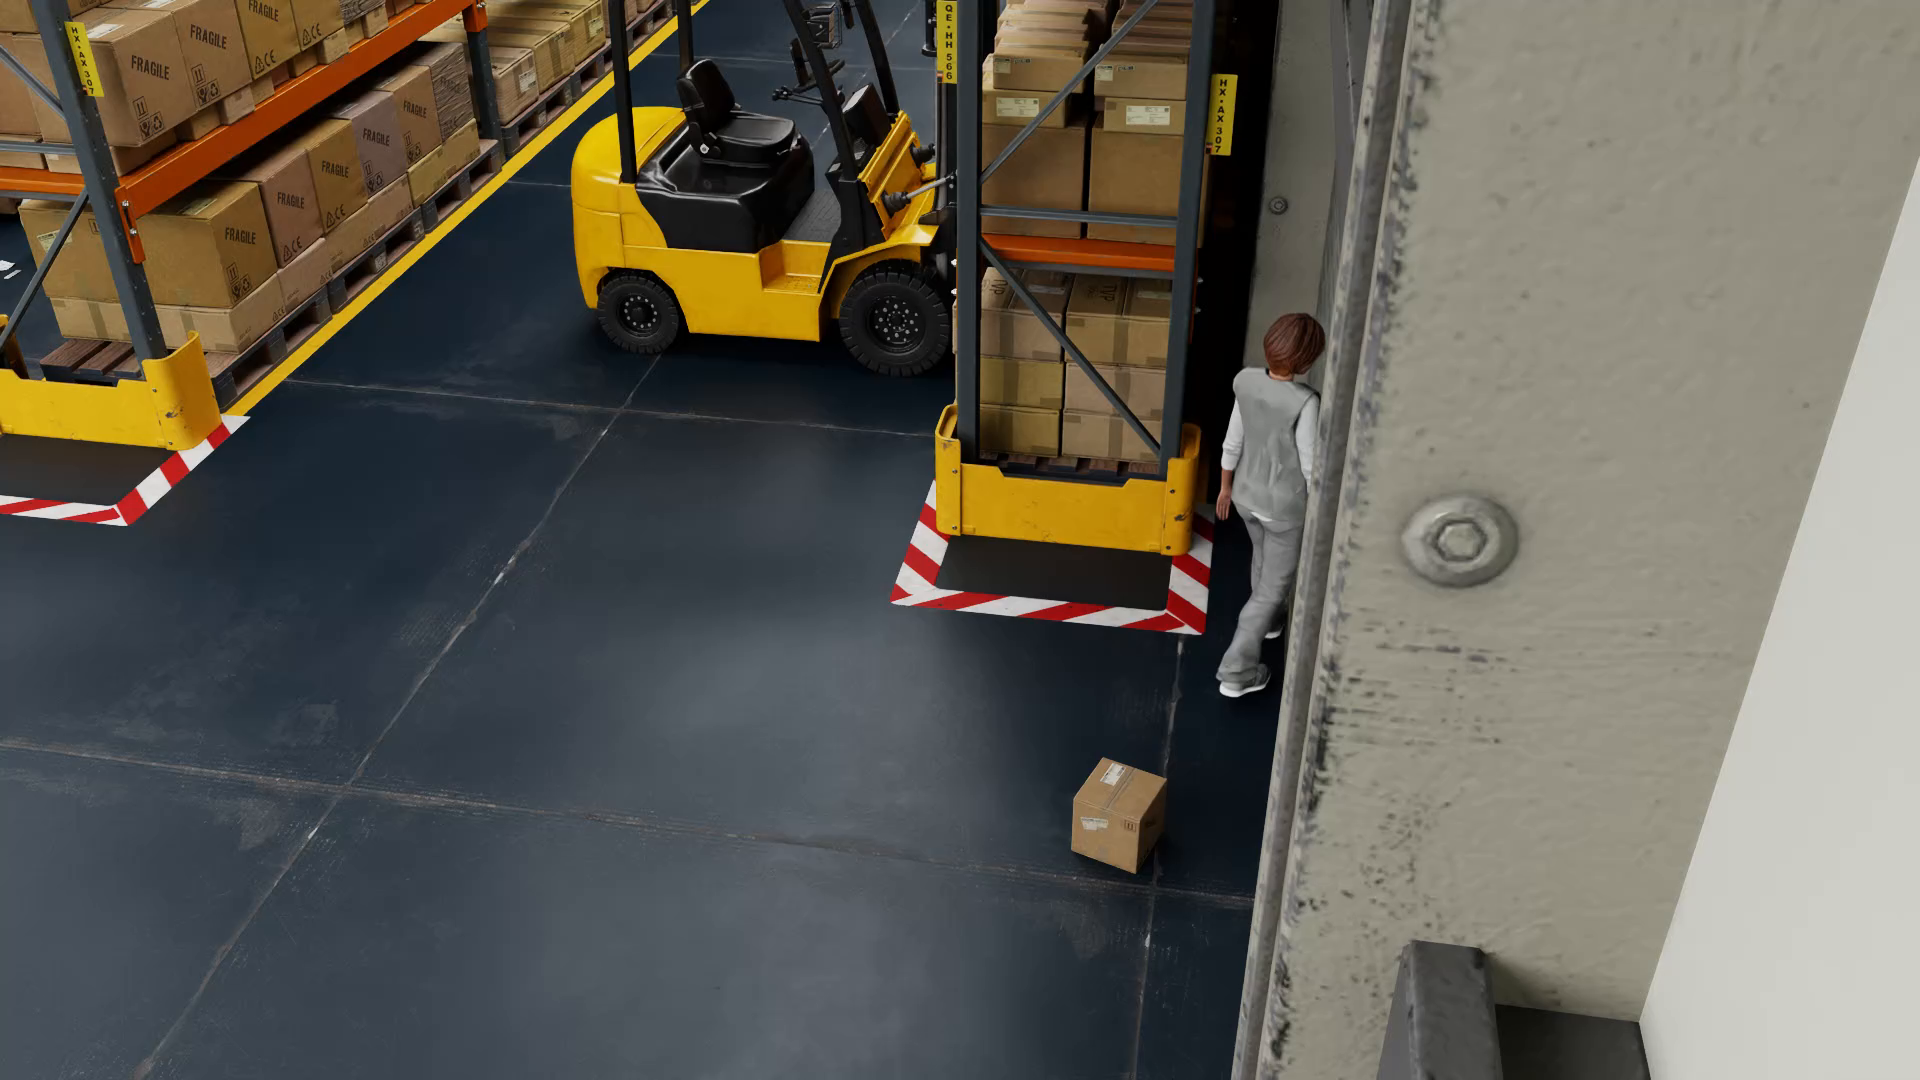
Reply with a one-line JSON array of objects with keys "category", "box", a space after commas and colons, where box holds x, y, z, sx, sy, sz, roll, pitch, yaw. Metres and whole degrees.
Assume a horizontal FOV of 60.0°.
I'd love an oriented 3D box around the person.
[{"category": "person", "box": [1.255, -0.168, 6.389, 0.718, 1.573, 0.445, -26, 41, -34]}]
